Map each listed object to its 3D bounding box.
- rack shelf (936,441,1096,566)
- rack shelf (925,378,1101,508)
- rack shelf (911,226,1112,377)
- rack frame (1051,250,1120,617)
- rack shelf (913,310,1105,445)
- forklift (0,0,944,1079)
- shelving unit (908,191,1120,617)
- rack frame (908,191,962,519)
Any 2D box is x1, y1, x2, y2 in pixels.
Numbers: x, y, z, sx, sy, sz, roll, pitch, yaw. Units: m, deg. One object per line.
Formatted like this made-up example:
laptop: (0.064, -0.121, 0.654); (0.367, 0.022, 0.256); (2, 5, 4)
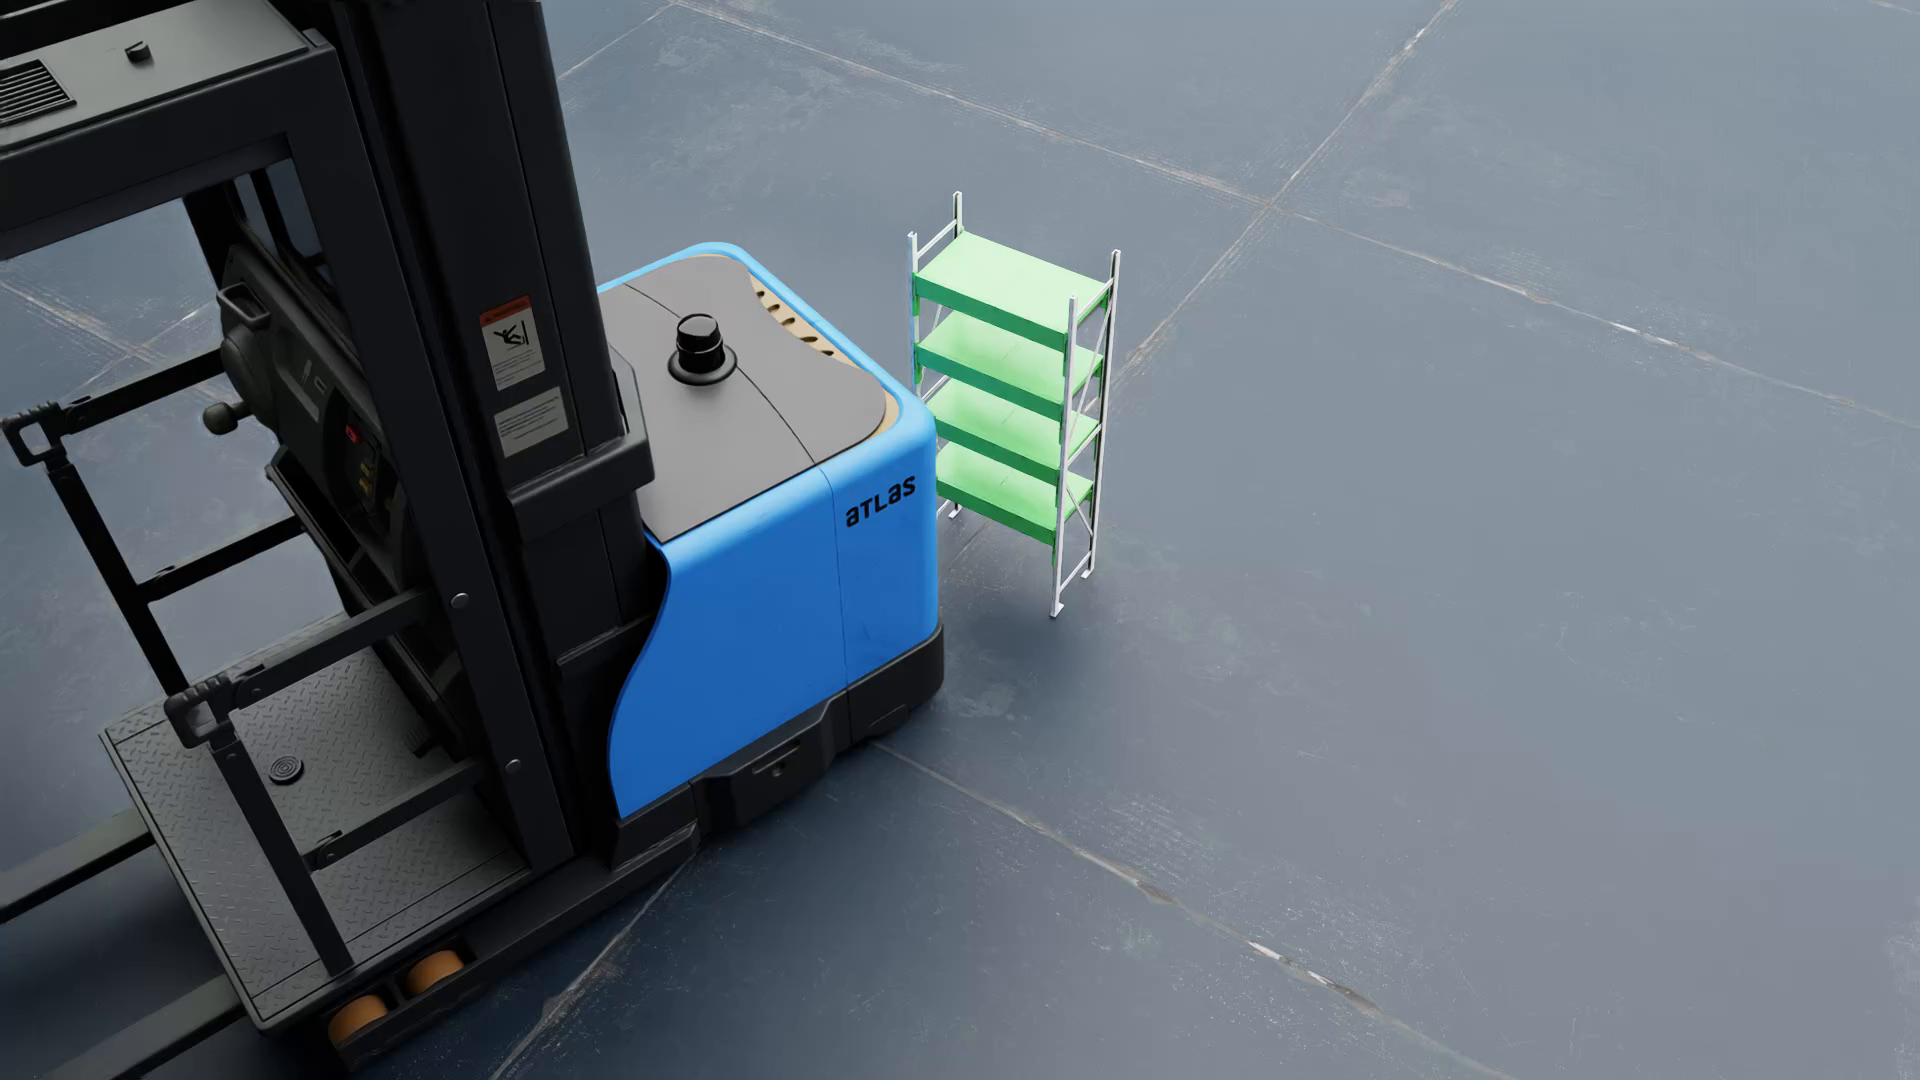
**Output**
rack shelf: (0.139, -0.142, 4.975); (0.480, 0.148, 0.258); (25, 51, 22)
rack shelf: (0.139, -0.310, 4.803); (0.480, 0.148, 0.258); (25, 51, 22)
rack shelf: (0.139, -0.644, 4.459); (0.480, 0.148, 0.258); (25, 51, 22)
rack frame: (0.345, -0.260, 4.666); (0.015, 1.200, 0.240); (25, 51, 22)
rack shelf: (0.139, -0.477, 4.631); (0.480, 0.148, 0.258); (25, 51, 22)
forklift: (-1.517, -0.194, 3.395); (3.031, 2.935, 1.130); (-29, 53, -26)
shelving unit: (0.139, -0.354, 4.757); (0.503, 1.200, 0.258); (25, 51, 22)
rack frame: (-0.066, -0.449, 4.849); (0.015, 1.200, 0.240); (25, 51, 22)
